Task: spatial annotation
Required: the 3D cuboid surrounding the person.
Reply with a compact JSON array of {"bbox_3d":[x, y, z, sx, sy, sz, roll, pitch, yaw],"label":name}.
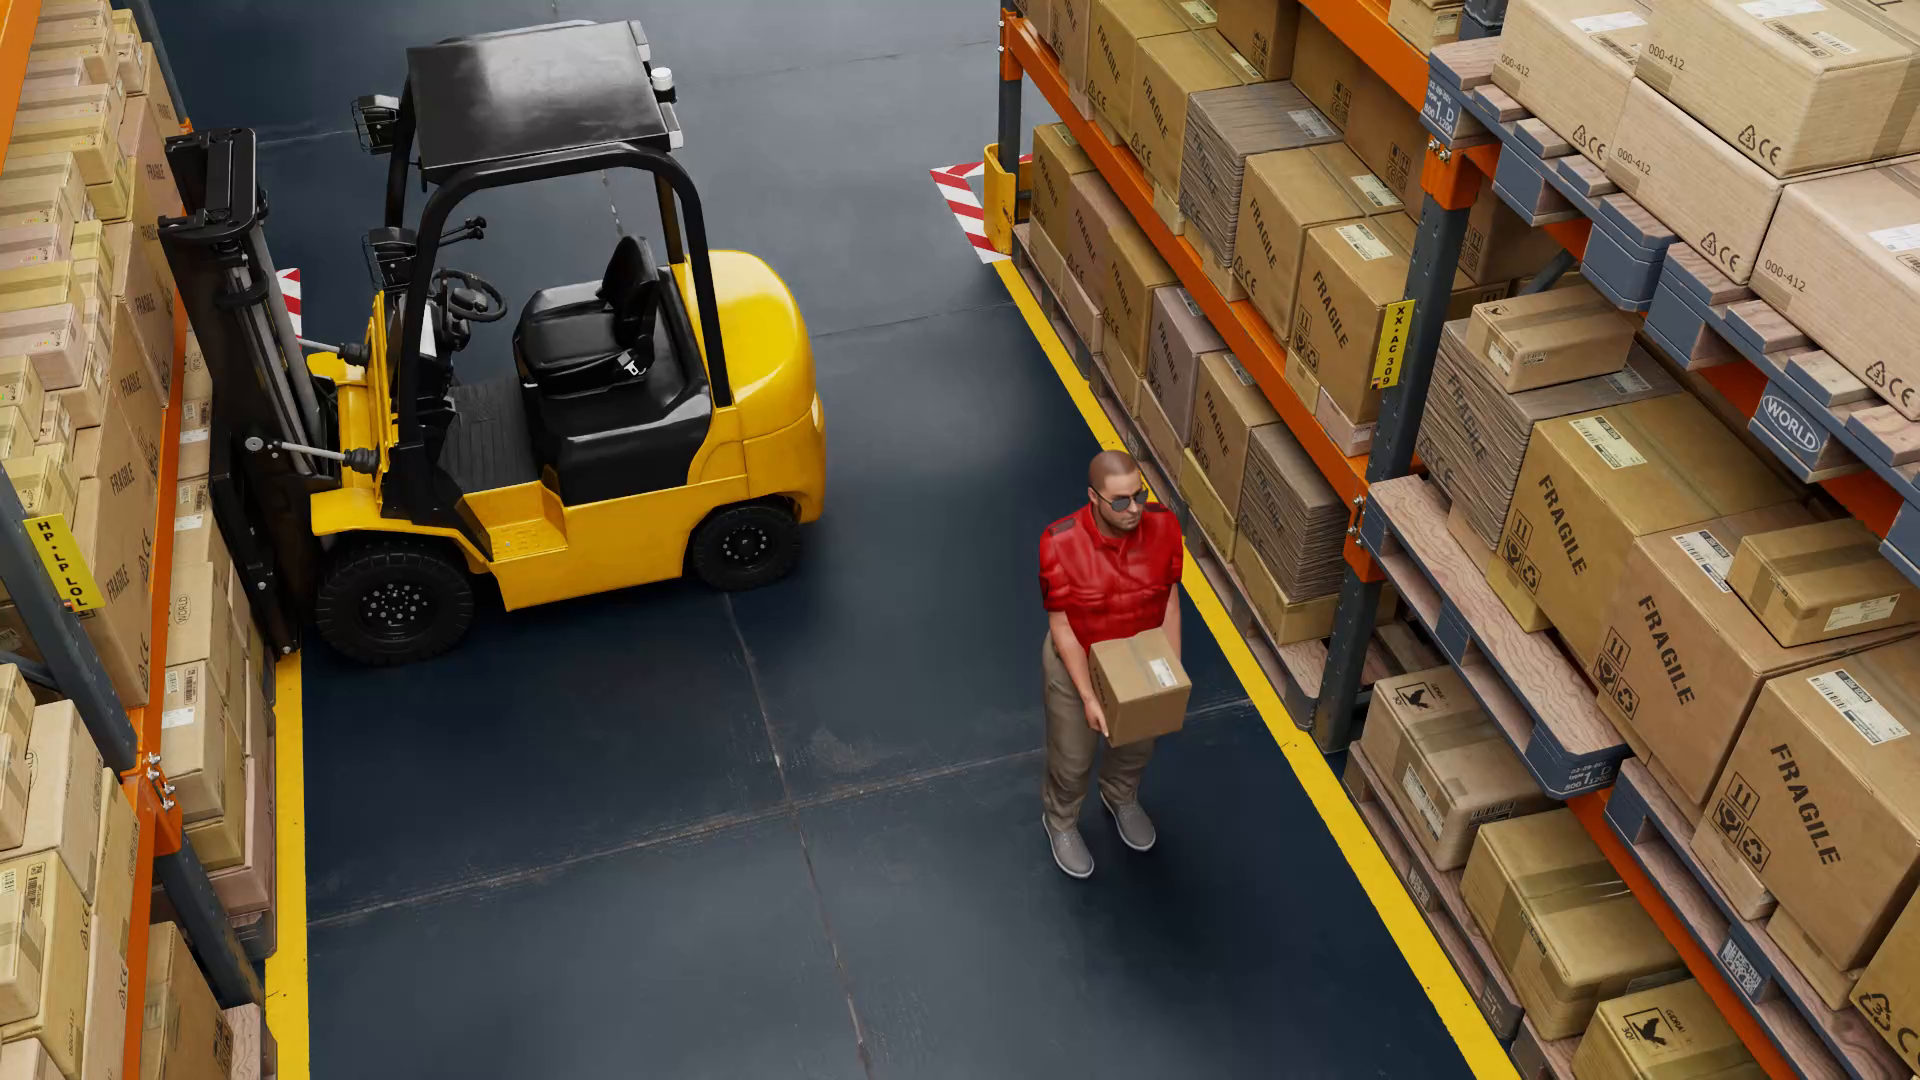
[{"bbox_3d":[0.533,0.481,5.648,0.494,1.714,0.530,-13,44,-14],"label":"person"}]
